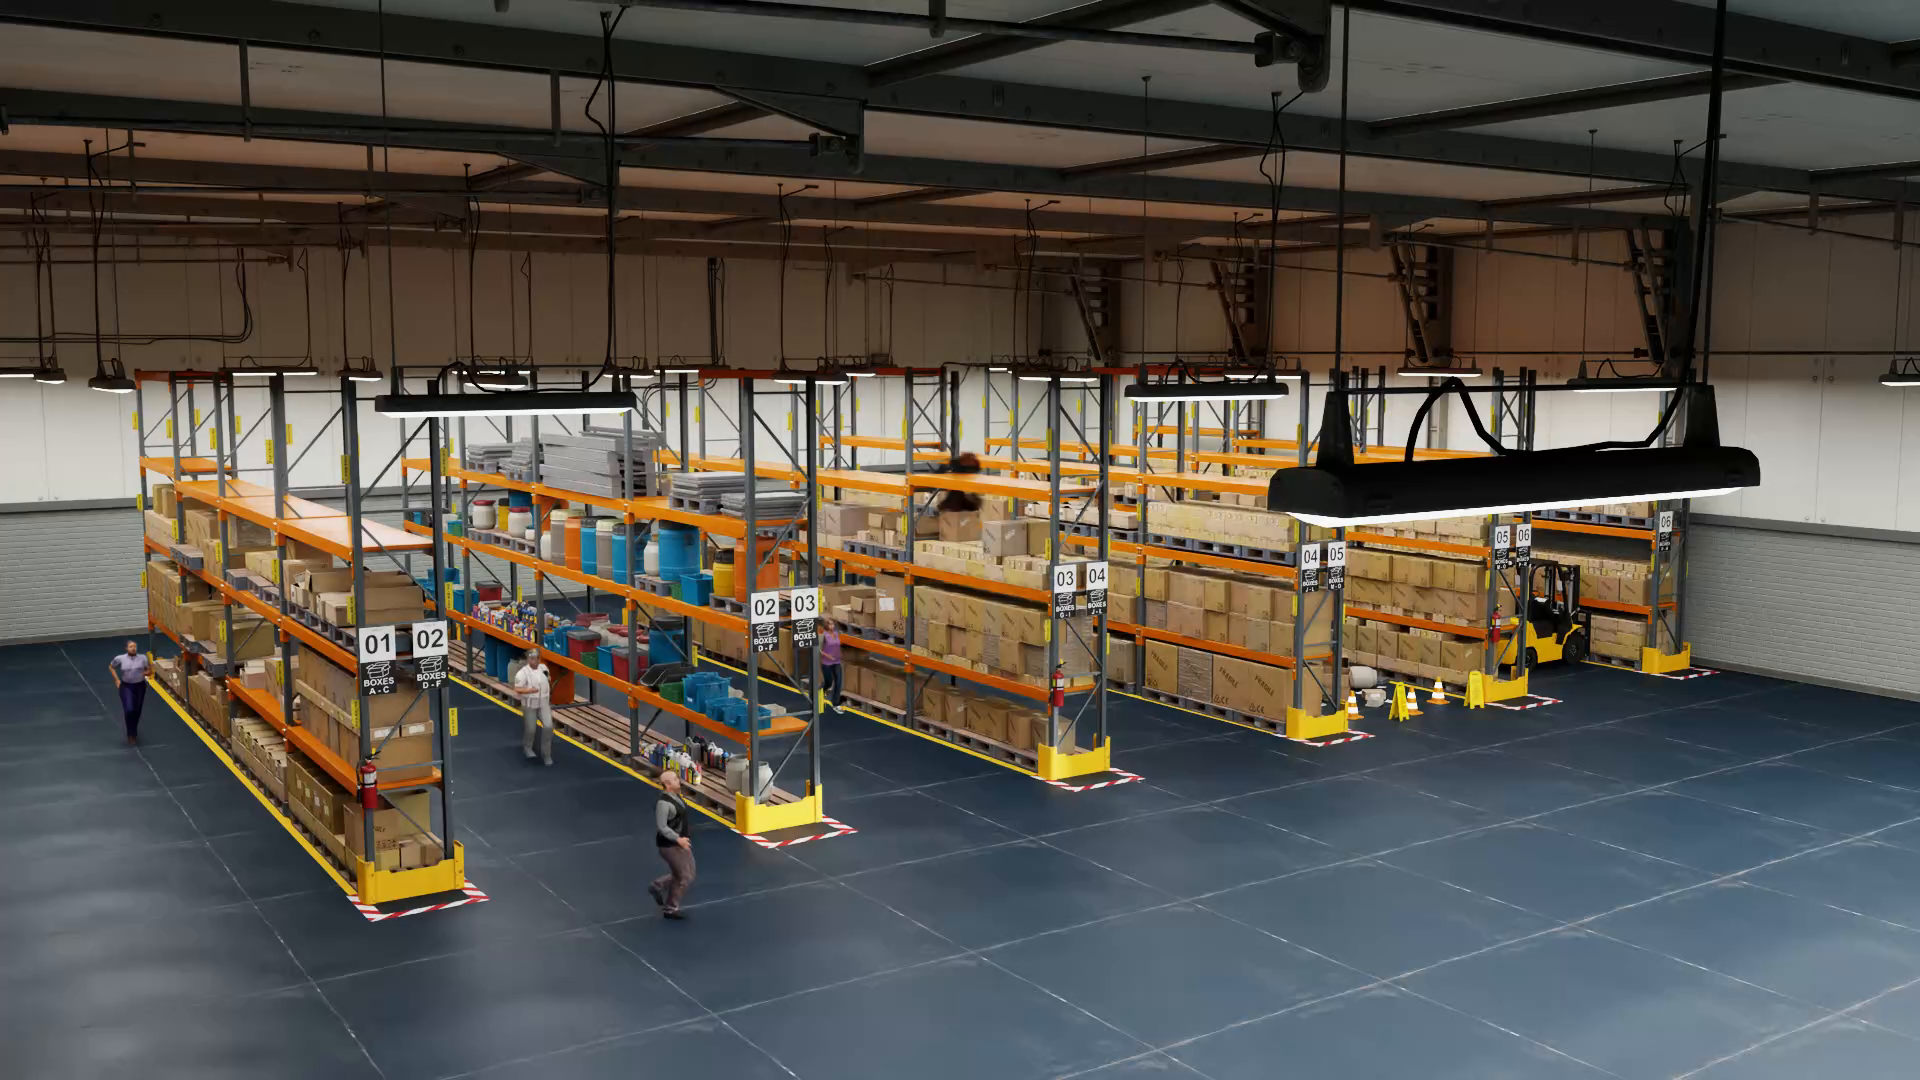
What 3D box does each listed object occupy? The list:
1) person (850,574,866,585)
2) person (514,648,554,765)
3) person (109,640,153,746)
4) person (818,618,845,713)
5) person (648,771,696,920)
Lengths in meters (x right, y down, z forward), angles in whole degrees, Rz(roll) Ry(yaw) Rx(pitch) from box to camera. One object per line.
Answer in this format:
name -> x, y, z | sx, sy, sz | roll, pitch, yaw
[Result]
person -> -2.537, 0.699, 42.365 | 0.553, 1.709, 0.705 | 6, 8, 41
person -> -6.549, 2.578, 25.651 | 0.640, 1.847, 0.777 | -4, 8, -32
person -> -13.481, 2.470, 27.110 | 0.588, 1.713, 0.774 | -6, 9, -41
person -> -2.181, 2.097, 28.078 | 0.546, 1.591, 0.739 | -5, 8, -37
person -> -3.243, 3.407, 18.620 | 0.538, 1.687, 0.663 | 0, 6, -2
